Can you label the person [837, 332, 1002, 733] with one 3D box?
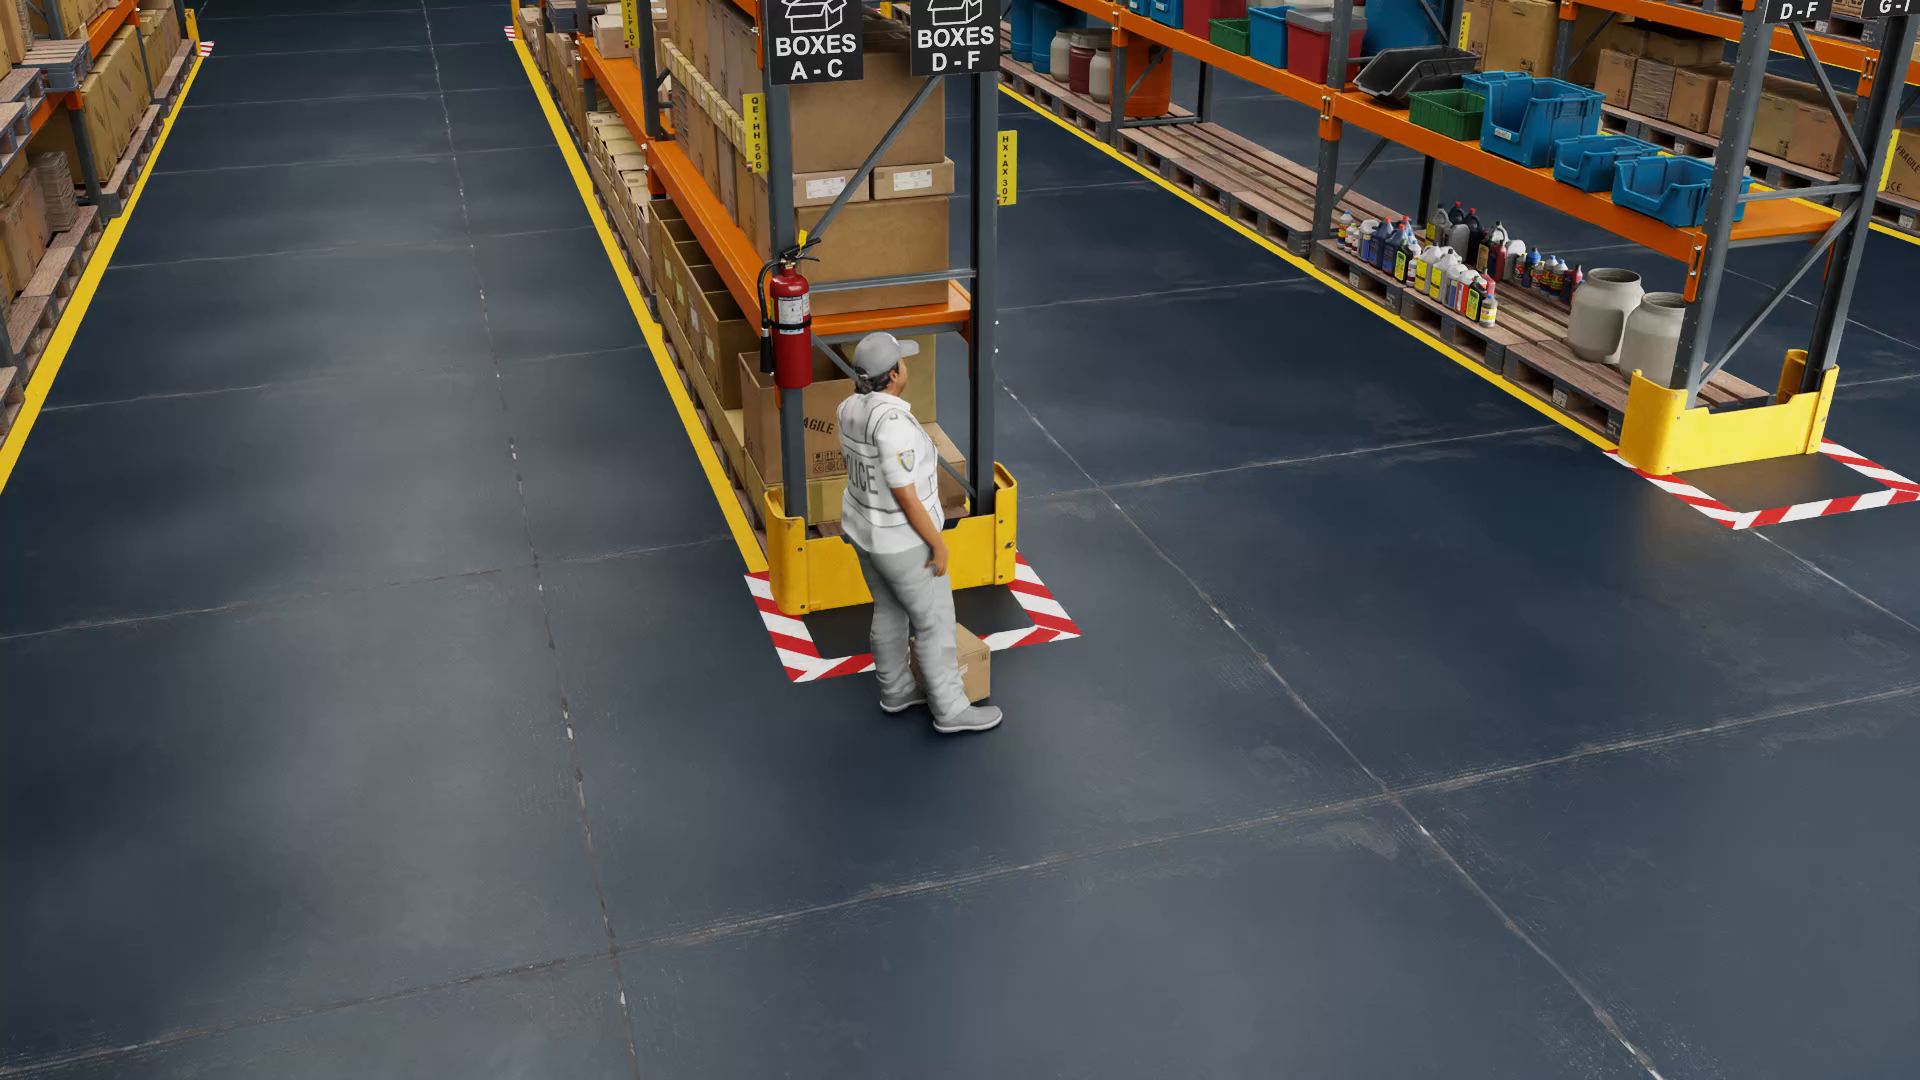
[{"bbox_3d":[-0.180,-0.035,6.659,0.529,1.670,0.598,-15,30,-28],"label":"person"}]
